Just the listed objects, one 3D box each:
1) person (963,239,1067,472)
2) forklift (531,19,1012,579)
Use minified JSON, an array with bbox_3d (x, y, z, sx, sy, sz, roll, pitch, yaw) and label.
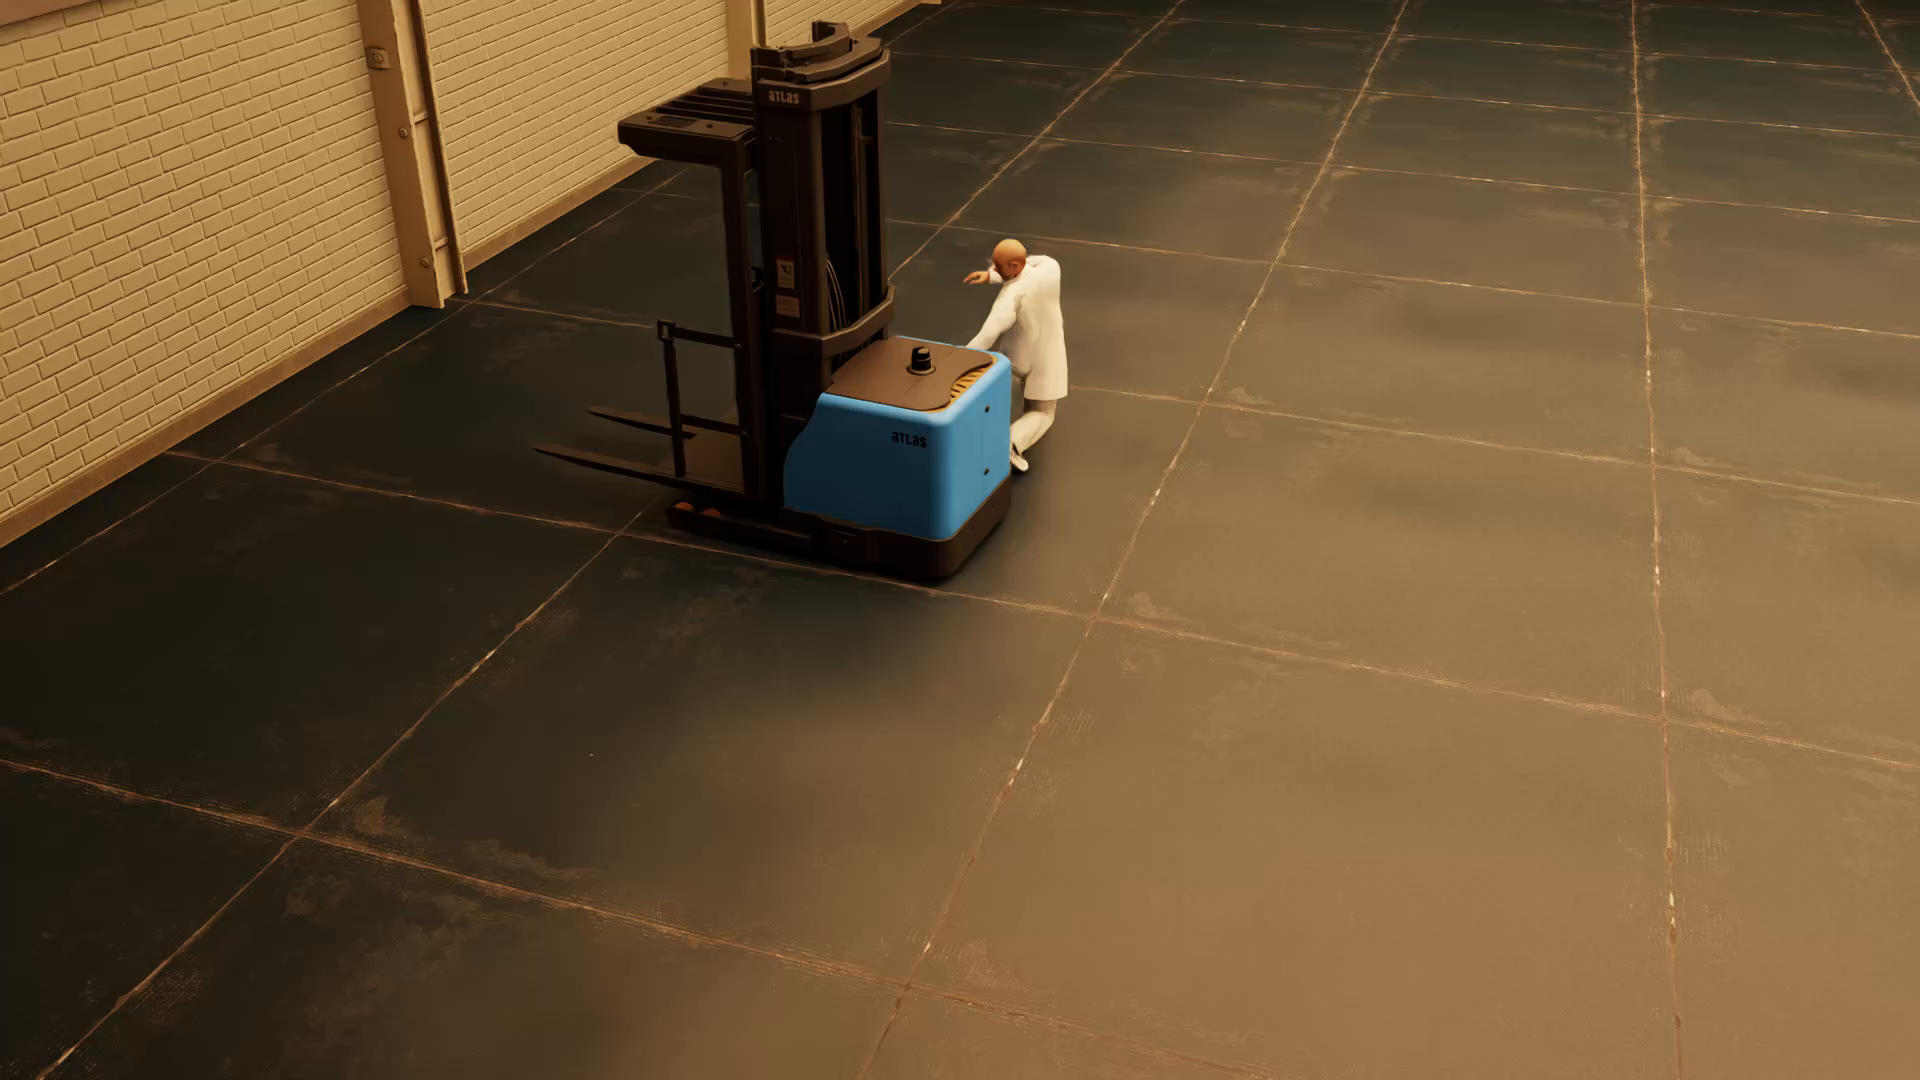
[{"bbox_3d":[0.314,-1.218,10.791,0.780,1.543,1.011,1,30,2],"label":"person"},{"bbox_3d":[-1.244,-1.523,9.808,3.031,2.935,1.130,12,32,21],"label":"forklift"}]
